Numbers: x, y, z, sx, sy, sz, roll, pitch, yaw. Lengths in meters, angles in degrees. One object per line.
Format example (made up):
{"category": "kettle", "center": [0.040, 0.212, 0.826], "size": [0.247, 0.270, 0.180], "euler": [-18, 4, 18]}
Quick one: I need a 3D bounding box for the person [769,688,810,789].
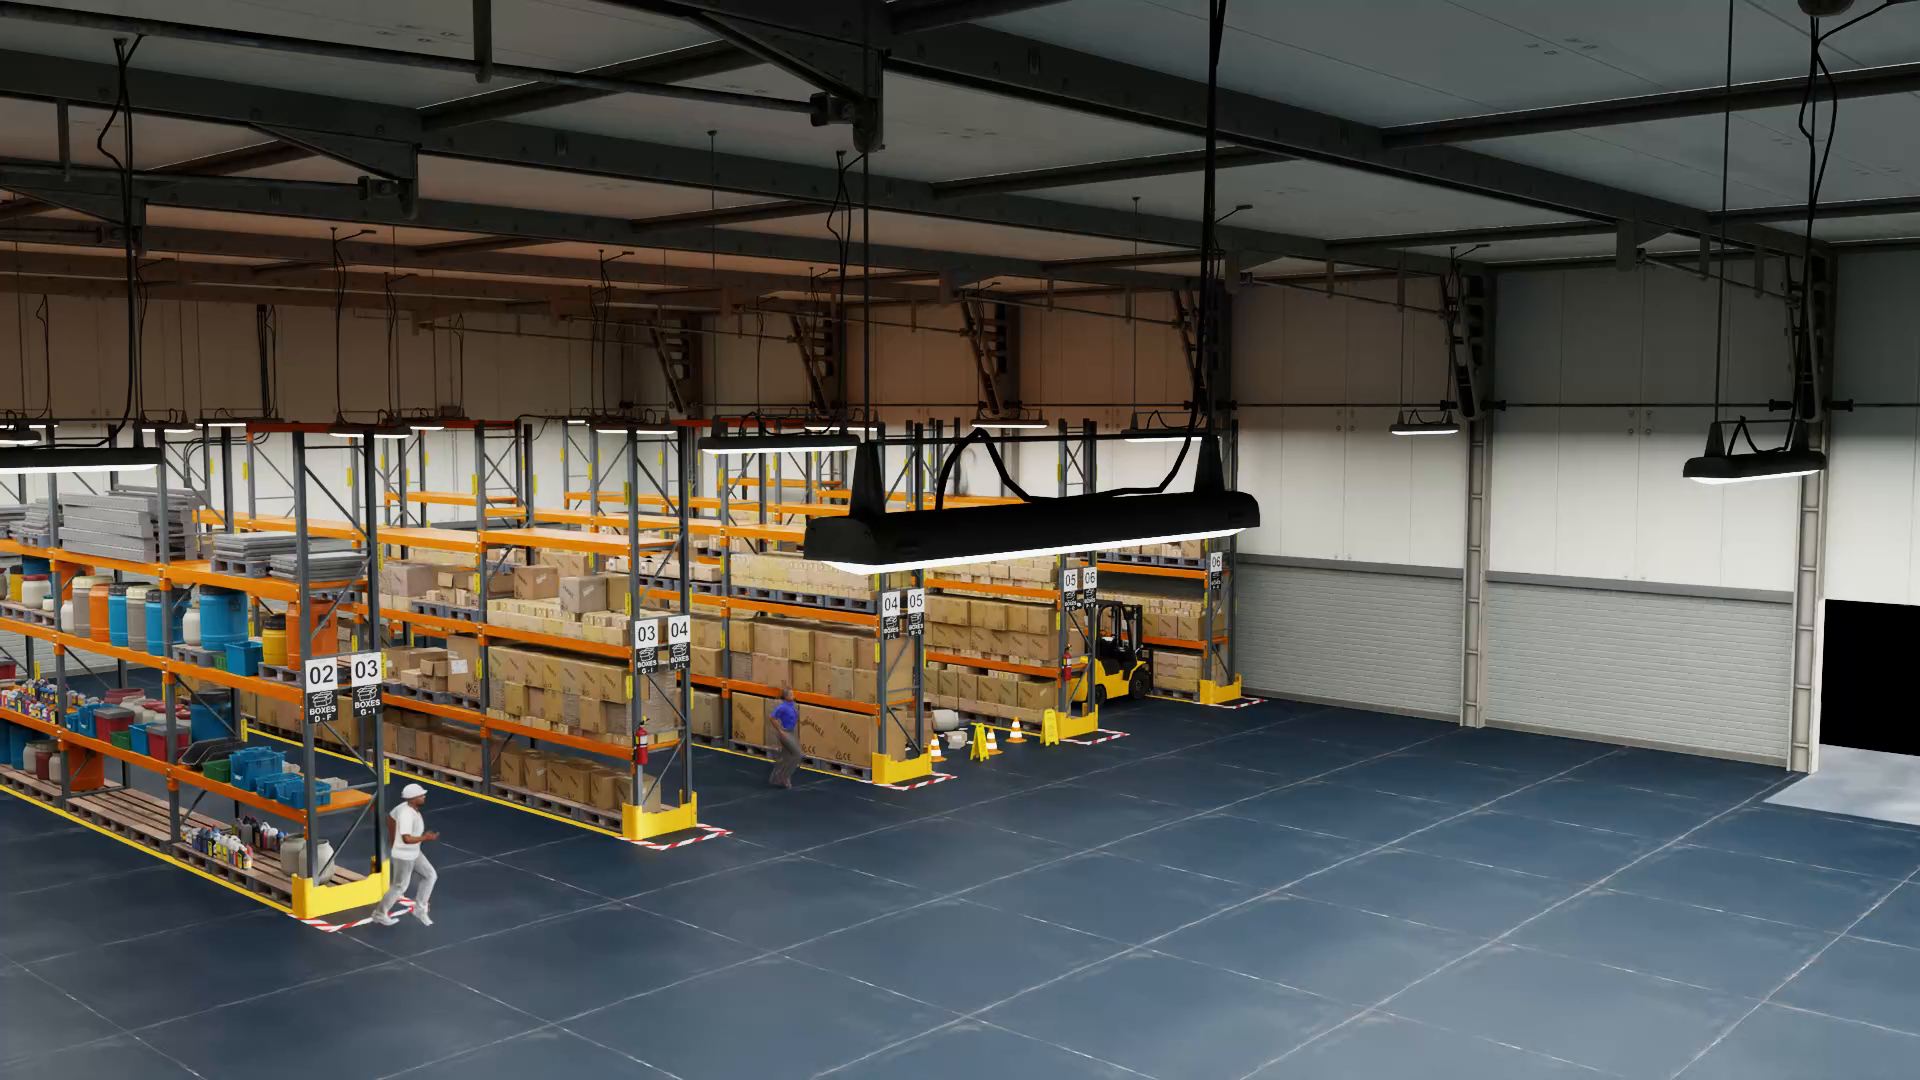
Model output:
{"category": "person", "center": [-2.828, 3.275, 27.455], "size": [0.689, 1.667, 0.549], "euler": [1, 5, 10]}

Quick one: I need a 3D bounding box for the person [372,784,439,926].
{"category": "person", "center": [-6.687, 3.839, 20.068], "size": [0.819, 1.807, 0.702], "euler": [-1, 5, -10]}
